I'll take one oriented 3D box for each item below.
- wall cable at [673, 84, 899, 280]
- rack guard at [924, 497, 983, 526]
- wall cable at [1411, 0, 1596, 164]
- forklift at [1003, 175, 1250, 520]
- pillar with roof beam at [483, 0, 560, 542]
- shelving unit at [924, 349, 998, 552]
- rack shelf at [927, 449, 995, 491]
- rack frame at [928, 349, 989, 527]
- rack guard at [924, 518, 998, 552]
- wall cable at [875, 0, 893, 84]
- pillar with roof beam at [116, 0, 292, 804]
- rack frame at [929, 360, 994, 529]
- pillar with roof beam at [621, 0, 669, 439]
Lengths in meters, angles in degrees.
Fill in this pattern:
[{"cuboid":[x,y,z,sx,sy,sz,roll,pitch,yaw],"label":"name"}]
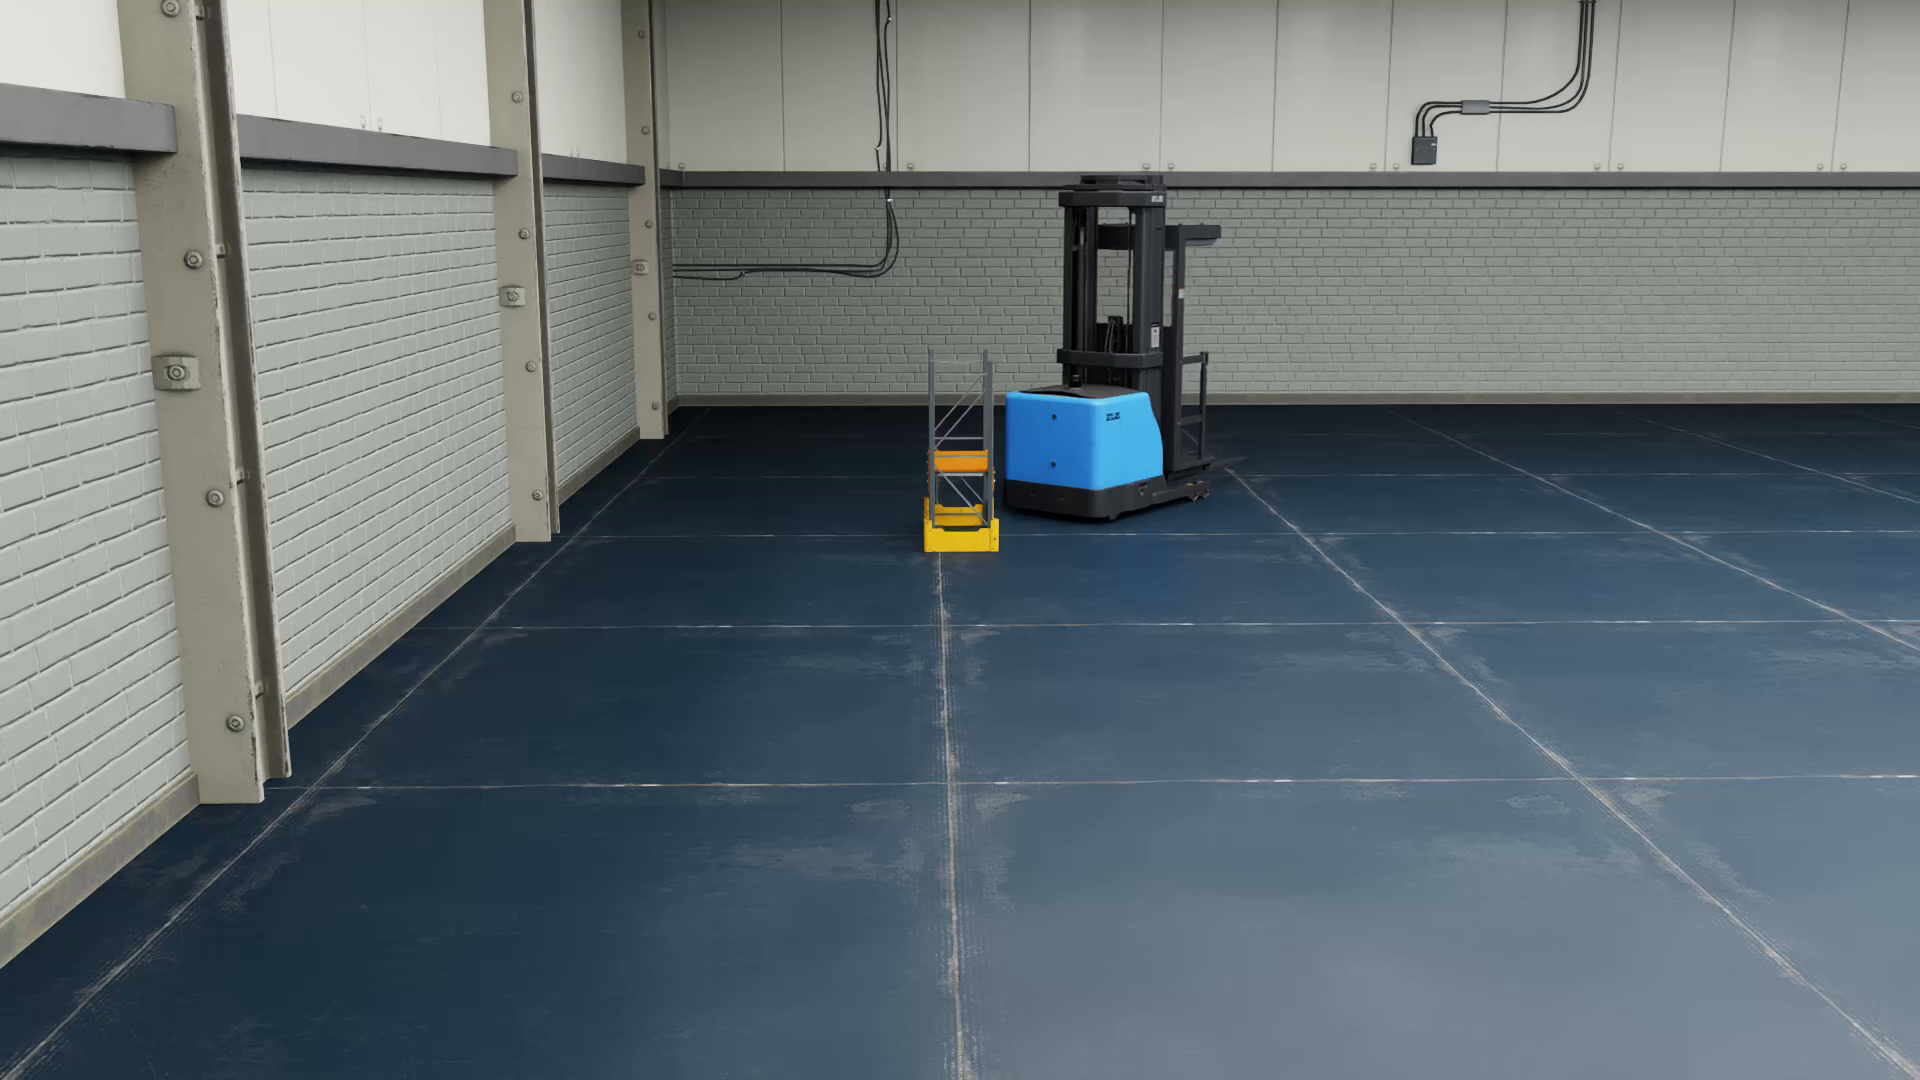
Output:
[{"cuboid":[-2.353,-4.699,21.895,3.097,2.526,0.112,0,11,-1],"label":"wall cable"},{"cuboid":[-0.012,-0.237,14.097,0.587,0.250,0.087,0,11,-1],"label":"rack guard"},{"cuboid":[7.139,-7.923,21.425,2.305,6.003,0.169,0,11,-1],"label":"wall cable"},{"cuboid":[1.684,-1.847,15.291,1.130,2.935,3.031,9,14,37],"label":"forklift"},{"cuboid":[0.814,-4.454,12.882,9.100,9.000,0.400,0,11,-1],"label":"pillar with roof beam"},{"cuboid":[-0.002,-0.750,13.485,0.587,1.500,1.083,0,11,-1],"label":"shelving unit"},{"cuboid":[-0.002,-0.576,13.529,0.538,0.185,1.000,0,11,-1],"label":"rack shelf"},{"cuboid":[-0.012,-0.853,13.992,0.500,1.500,0.032,0,11,-1],"label":"rack frame"},{"cuboid":[0.009,-0.039,13.121,0.587,0.250,0.087,0,11,-1],"label":"rack guard"},{"cuboid":[0.352,-7.185,21.448,3.097,2.526,0.112,0,11,-1],"label":"wall cable"},{"cuboid":[0.938,-3.262,7.003,9.100,9.000,0.400,0,11,-1],"label":"pillar with roof beam"},{"cuboid":[0.009,-0.651,12.995,0.500,1.500,0.032,0,11,-1],"label":"rack frame"},{"cuboid":[0.690,-5.647,18.761,9.100,9.000,0.400,0,11,-1],"label":"pillar with roof beam"}]
